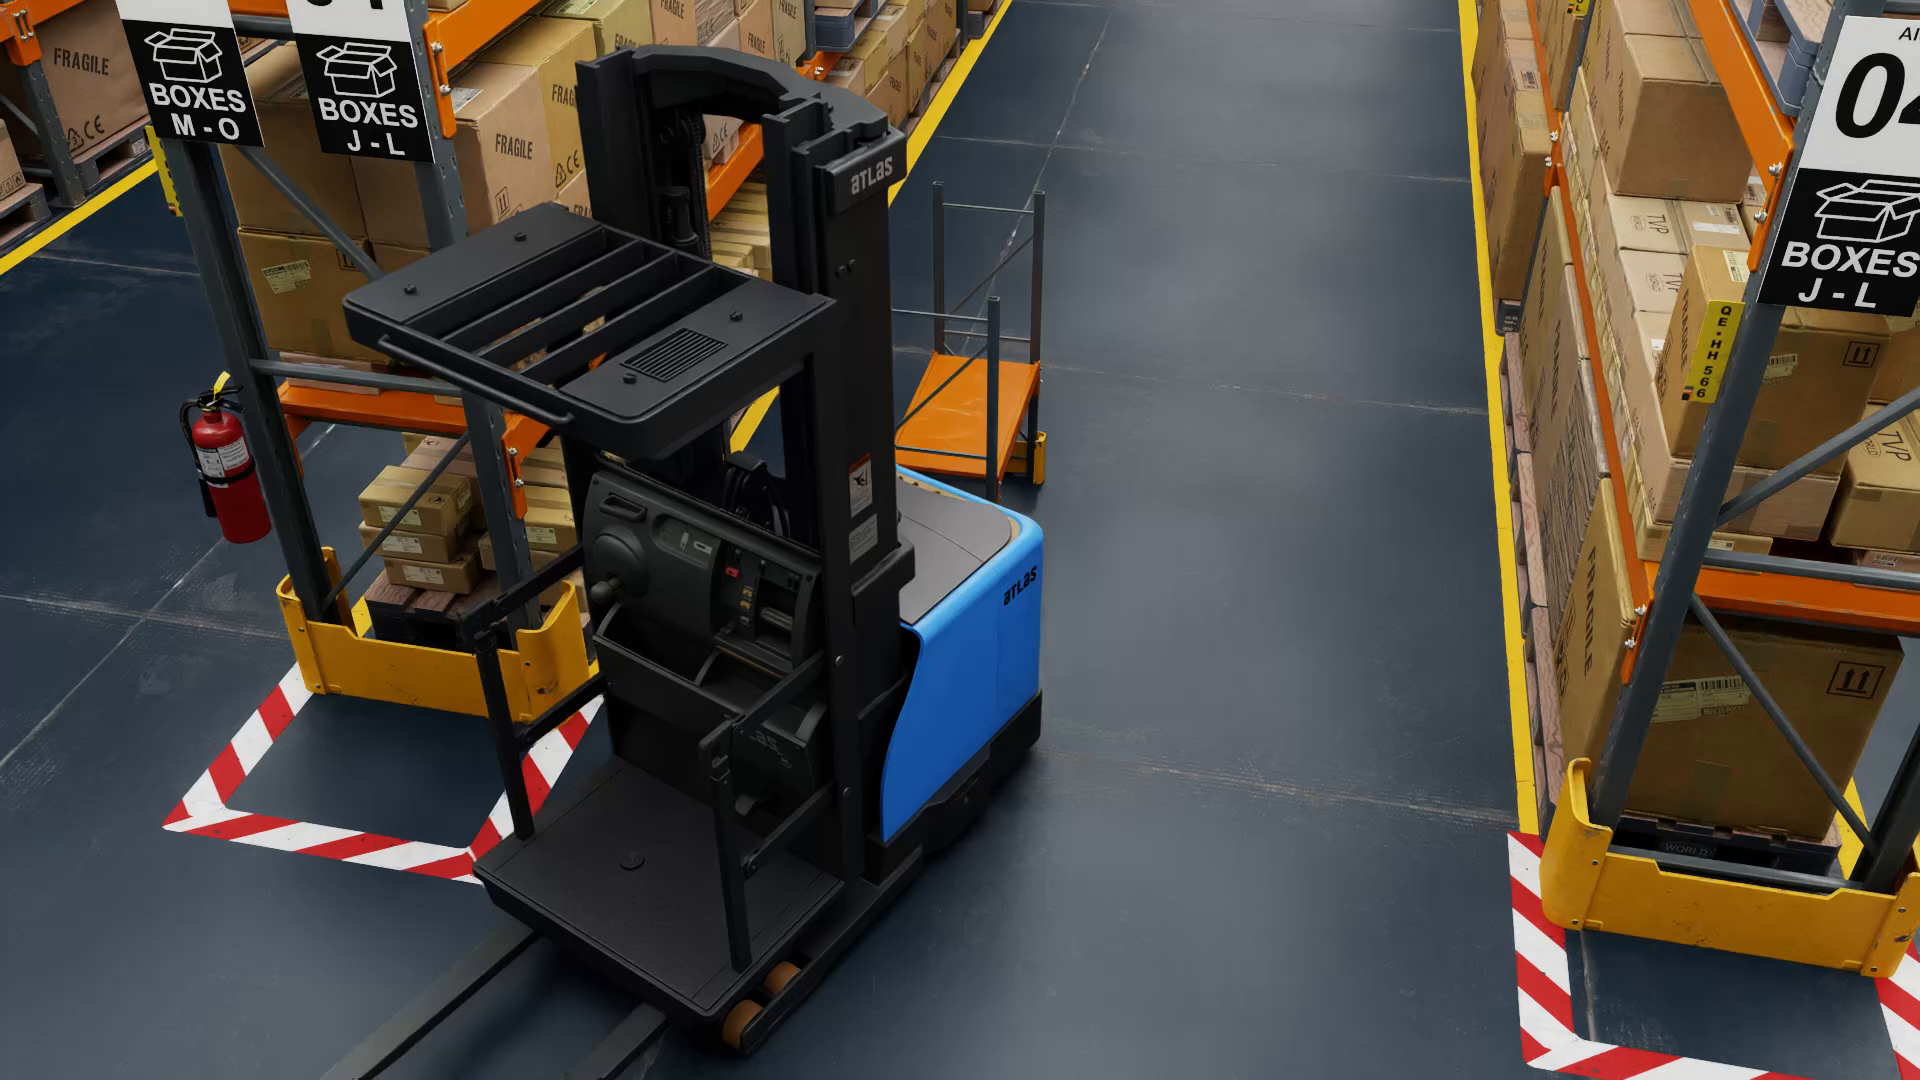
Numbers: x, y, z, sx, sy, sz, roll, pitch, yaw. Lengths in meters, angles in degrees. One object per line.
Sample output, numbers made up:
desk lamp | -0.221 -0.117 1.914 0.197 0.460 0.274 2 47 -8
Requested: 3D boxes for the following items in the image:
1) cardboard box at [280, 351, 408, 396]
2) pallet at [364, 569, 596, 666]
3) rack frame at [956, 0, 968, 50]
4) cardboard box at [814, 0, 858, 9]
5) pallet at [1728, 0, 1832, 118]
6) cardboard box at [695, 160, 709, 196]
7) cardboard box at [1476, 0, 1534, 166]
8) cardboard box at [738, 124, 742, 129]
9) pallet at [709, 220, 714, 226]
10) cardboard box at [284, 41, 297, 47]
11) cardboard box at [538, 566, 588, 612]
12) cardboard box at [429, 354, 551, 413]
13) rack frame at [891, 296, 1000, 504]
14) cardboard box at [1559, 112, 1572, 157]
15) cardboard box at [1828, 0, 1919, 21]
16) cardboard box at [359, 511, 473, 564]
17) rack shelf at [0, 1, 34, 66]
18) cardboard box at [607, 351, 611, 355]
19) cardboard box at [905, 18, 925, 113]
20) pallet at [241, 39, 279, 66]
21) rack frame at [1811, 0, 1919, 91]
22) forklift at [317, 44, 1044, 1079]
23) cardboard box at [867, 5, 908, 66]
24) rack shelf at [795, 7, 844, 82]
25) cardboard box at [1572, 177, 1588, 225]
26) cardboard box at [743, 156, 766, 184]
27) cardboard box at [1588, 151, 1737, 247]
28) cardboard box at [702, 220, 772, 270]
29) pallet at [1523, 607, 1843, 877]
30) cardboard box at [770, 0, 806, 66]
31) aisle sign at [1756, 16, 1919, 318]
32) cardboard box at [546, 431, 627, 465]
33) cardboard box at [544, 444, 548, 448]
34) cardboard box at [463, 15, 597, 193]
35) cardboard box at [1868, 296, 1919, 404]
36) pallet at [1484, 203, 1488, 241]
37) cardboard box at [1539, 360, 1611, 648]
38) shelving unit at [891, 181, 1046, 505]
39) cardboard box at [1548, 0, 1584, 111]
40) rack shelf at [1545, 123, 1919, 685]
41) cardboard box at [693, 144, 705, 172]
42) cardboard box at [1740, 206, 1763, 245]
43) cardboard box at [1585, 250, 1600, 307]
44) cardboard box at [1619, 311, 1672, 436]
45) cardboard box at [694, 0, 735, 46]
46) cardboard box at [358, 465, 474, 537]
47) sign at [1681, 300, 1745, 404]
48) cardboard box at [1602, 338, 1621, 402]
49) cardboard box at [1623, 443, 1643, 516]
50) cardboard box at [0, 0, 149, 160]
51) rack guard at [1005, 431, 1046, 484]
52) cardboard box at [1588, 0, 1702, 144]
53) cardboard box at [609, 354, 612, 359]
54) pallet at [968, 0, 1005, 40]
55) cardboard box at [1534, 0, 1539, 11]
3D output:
cardboard box | -2.354 -0.694 6.366 0.380 0.149 0.250 7 37 10
pallet | -1.923 0.051 7.500 1.003 0.211 1.213 7 37 10
rack frame | -0.439 -5.160 12.313 1.000 3.000 0.127 7 37 10
cardboard box | -0.760 -3.103 9.332 0.380 0.149 0.250 6 36 8
pallet | 2.825 -1.499 4.782 1.003 0.211 1.213 7 37 10
cardboard box | -1.389 -1.667 7.707 0.380 0.149 0.250 8 37 11
cardboard box | 4.020 -2.887 10.630 1.225 0.875 0.875 7 37 10
cardboard box | -1.311 -2.126 8.341 0.380 0.149 0.250 6 36 9
pallet | -1.128 -2.184 10.584 1.003 0.211 1.213 7 37 10
cardboard box | -2.184 -1.723 6.381 0.500 0.500 0.500 6 36 8
cardboard box | -1.723 0.151 7.058 0.380 0.149 0.250 8 37 11
cardboard box | -1.758 -0.616 6.258 0.380 0.149 0.250 7 37 10
rack frame | -0.090 -0.365 6.975 0.500 1.500 0.032 7 37 10
cardboard box | 3.143 -1.957 8.109 0.380 0.149 0.250 7 37 10
cardboard box | 2.735 -1.664 4.406 0.700 0.500 0.500 5 36 7
cardboard box | -2.313 -0.048 7.078 0.380 0.149 0.250 6 36 9
rack shelf | -6.578 -1.991 8.555 1.077 0.370 4.000 7 37 10
cardboard box | -1.924 -1.089 8.514 0.380 0.149 0.250 7 37 10
cardboard box | -0.535 -3.305 11.527 0.500 0.500 0.500 6 36 8
pallet | -5.801 -3.454 12.335 1.003 0.211 1.213 7 37 10
rack frame | 2.677 -2.323 3.287 1.000 3.000 0.127 7 37 10
forklift | -0.942 0.162 5.029 1.130 2.935 3.031 23 42 28
cardboard box | -0.653 -3.316 10.903 0.500 0.250 0.500 9 37 12
rack shelf | -0.866 -3.722 10.942 1.077 0.370 4.000 7 37 10
cardboard box | 2.976 -1.505 7.484 0.380 0.149 0.250 6 36 9
cardboard box | -1.381 -2.480 10.389 0.500 0.500 0.500 7 36 9
cardboard box | 2.958 -1.428 7.039 0.500 0.250 0.500 8 37 11
cardboard box | -1.177 -1.592 8.955 0.380 0.149 0.250 7 37 10
pallet | 2.771 0.767 6.512 1.003 0.211 1.213 7 37 10
cardboard box | -1.120 -2.715 8.601 0.500 0.500 0.500 7 37 10
aisle sign | 2.368 -0.943 4.280 0.394 0.787 0.004 7 37 10
cardboard box | -1.583 -0.389 7.296 0.380 0.149 0.250 7 37 10
cardboard box | -1.705 -0.279 7.397 0.380 0.149 0.250 8 37 11
cardboard box | -1.691 -1.653 6.285 0.500 0.500 0.500 8 37 11
cardboard box | 3.150 -0.785 5.513 0.500 0.500 0.500 6 36 9
pallet | 3.881 -2.211 10.621 1.003 0.211 1.213 7 37 10
cardboard box | 2.929 -0.102 6.788 0.875 0.875 0.875 7 37 10
shelving unit | 0.016 -0.651 7.370 0.587 1.500 1.083 7 37 10
cardboard box | 3.364 -2.530 8.599 0.500 0.500 0.500 7 37 10
rack shelf | 3.104 -0.749 6.841 1.077 0.370 4.000 7 37 10
cardboard box | -1.472 -1.839 7.393 0.500 0.500 0.500 6 36 9
cardboard box | 3.365 -1.081 6.560 0.500 0.250 0.500 7 36 9
cardboard box | 2.811 -1.064 6.875 0.380 0.149 0.250 6 36 9
cardboard box | 2.630 -0.555 5.835 0.500 0.250 0.500 7 36 9
cardboard box | -1.358 -2.540 7.508 0.500 0.500 0.500 8 37 11
cardboard box | -2.282 -0.165 6.987 0.380 0.149 0.250 8 37 11
sign | 2.149 -0.535 4.743 0.100 0.325 0.005 7 37 10
cardboard box | 2.648 -0.623 6.268 0.380 0.149 0.250 7 36 9
cardboard box | 2.485 -0.187 5.666 0.380 0.149 0.250 8 37 10
cardboard box | -6.096 -3.104 10.930 0.875 0.875 0.875 8 37 11
rack guard | 0.123 -0.430 8.131 0.587 0.250 0.087 7 37 10
cardboard box | 3.066 -2.026 7.225 0.500 0.500 0.500 7 37 10
cardboard box | -1.442 -0.845 7.924 0.380 0.149 0.250 8 37 11
pallet | -0.197 -4.473 13.742 1.003 0.211 1.213 7 37 10
cardboard box | 3.693 -3.400 9.800 0.500 0.500 0.500 7 37 10
